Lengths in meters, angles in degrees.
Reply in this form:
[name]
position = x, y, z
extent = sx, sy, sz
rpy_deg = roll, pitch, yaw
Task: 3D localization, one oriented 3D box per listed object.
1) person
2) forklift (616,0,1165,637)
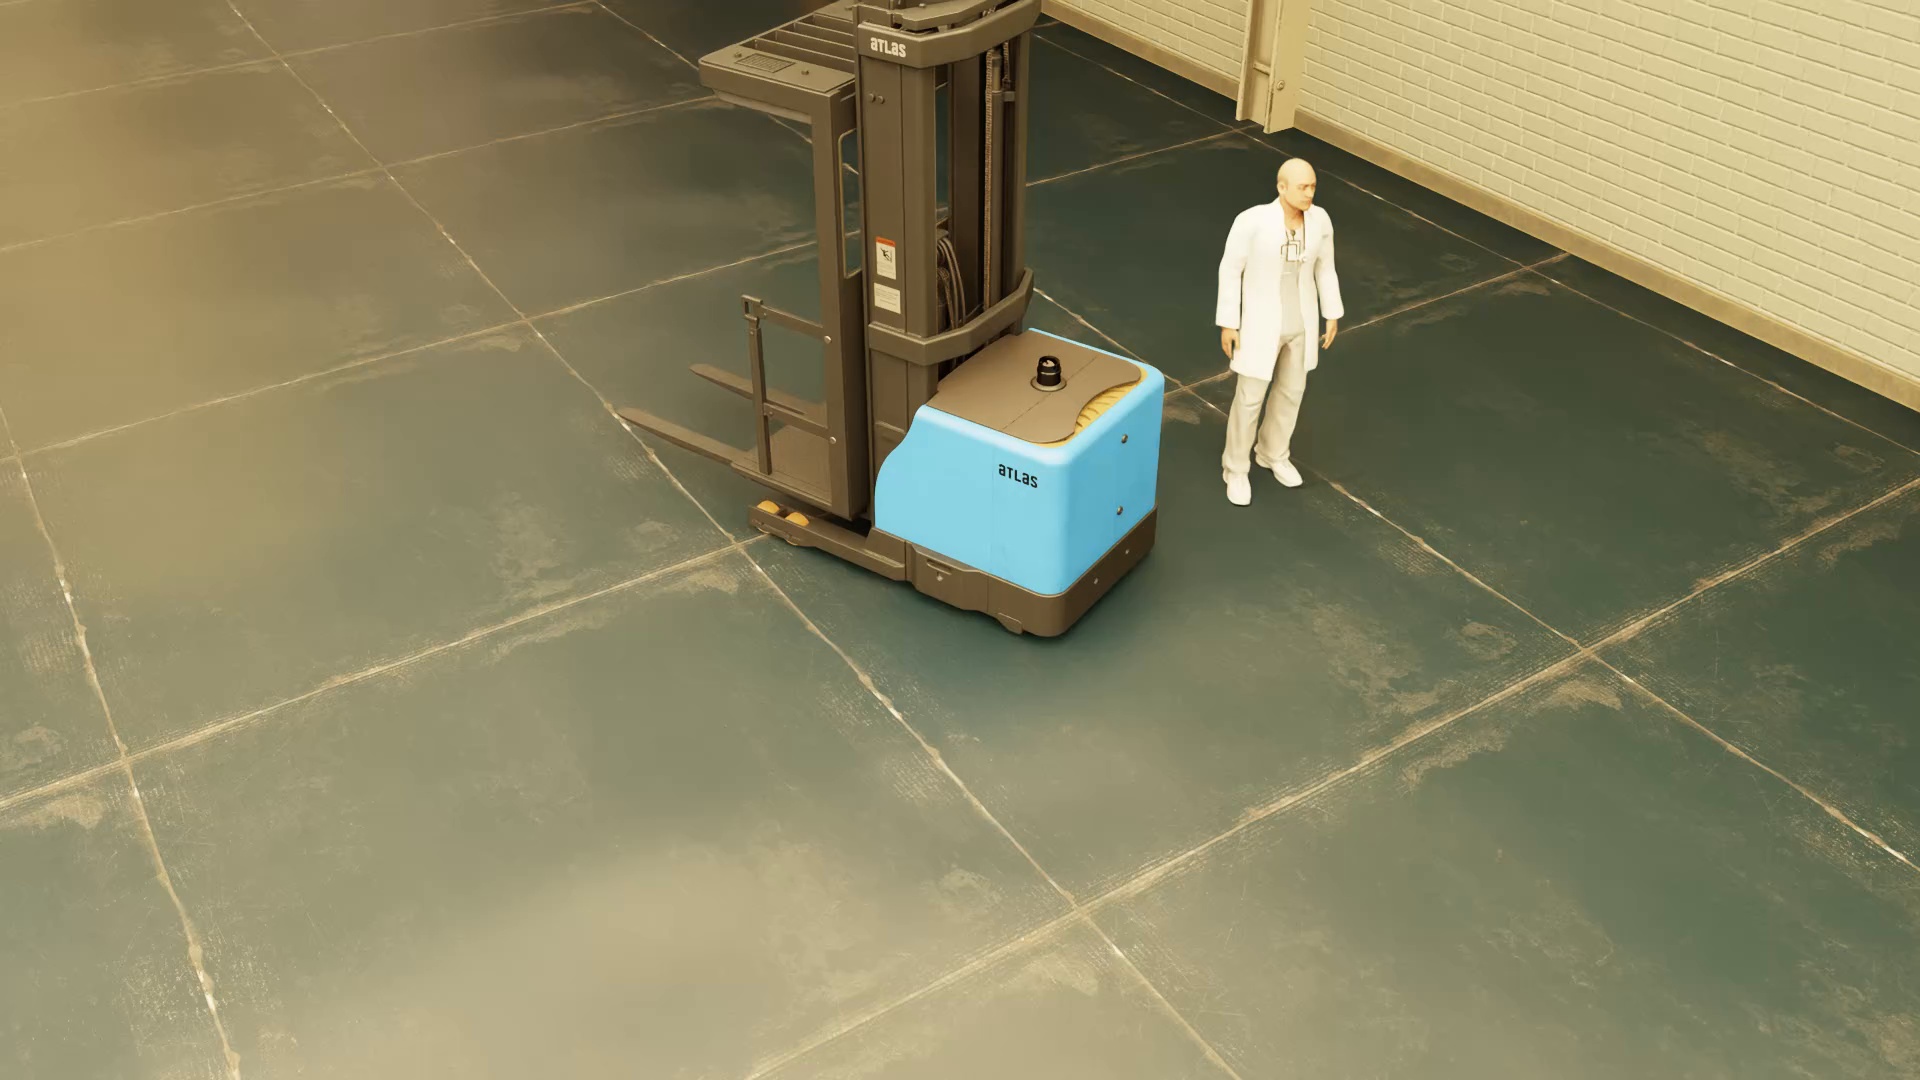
[person]
position = 1.701, -1.087, 8.694
extent = 0.713, 1.782, 0.538
rpy_deg = -10, 36, -15
[forklift]
position = -0.500, -1.399, 8.138
extent = 3.031, 2.935, 1.130
rpy_deg = 22, 41, 28
